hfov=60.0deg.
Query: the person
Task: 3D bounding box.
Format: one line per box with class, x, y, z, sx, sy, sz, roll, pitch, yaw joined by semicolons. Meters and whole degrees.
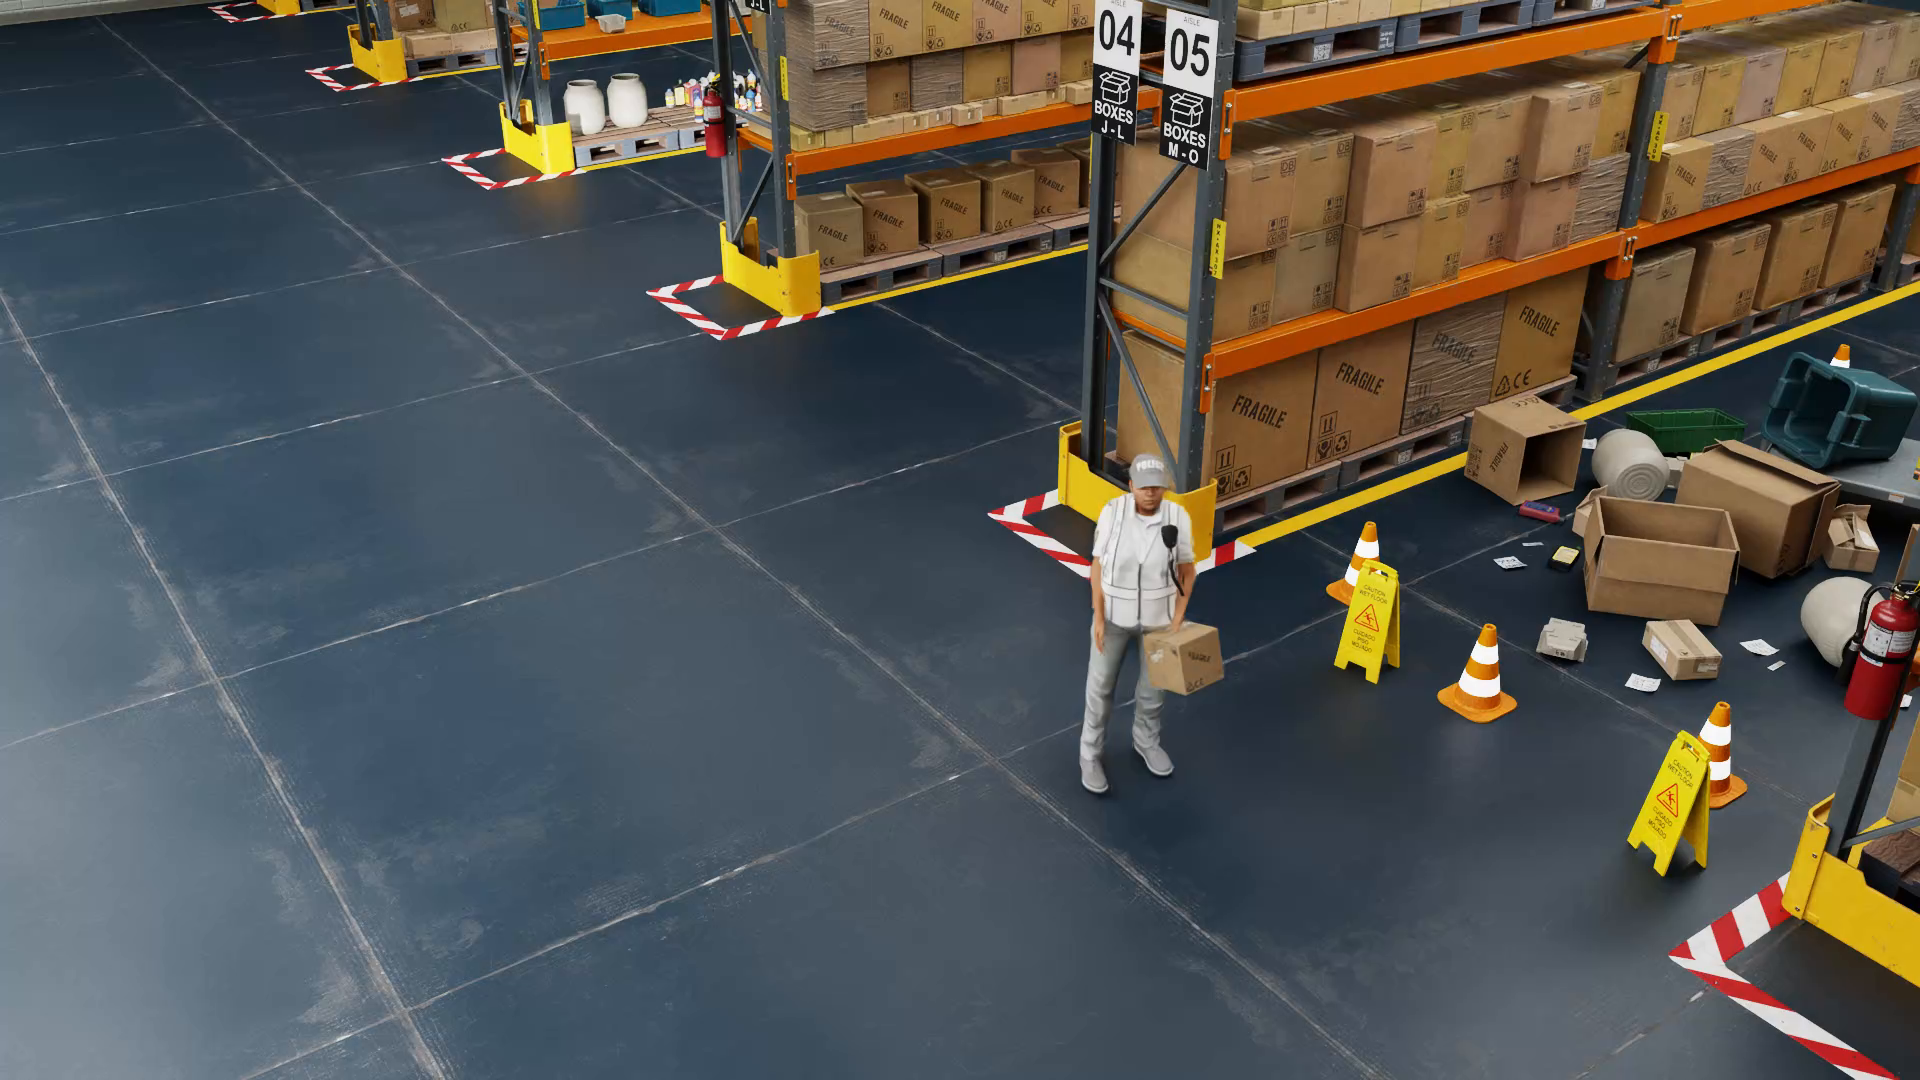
person;0.851;0.392;7.884;0.514;1.671;0.506;1;29;2
